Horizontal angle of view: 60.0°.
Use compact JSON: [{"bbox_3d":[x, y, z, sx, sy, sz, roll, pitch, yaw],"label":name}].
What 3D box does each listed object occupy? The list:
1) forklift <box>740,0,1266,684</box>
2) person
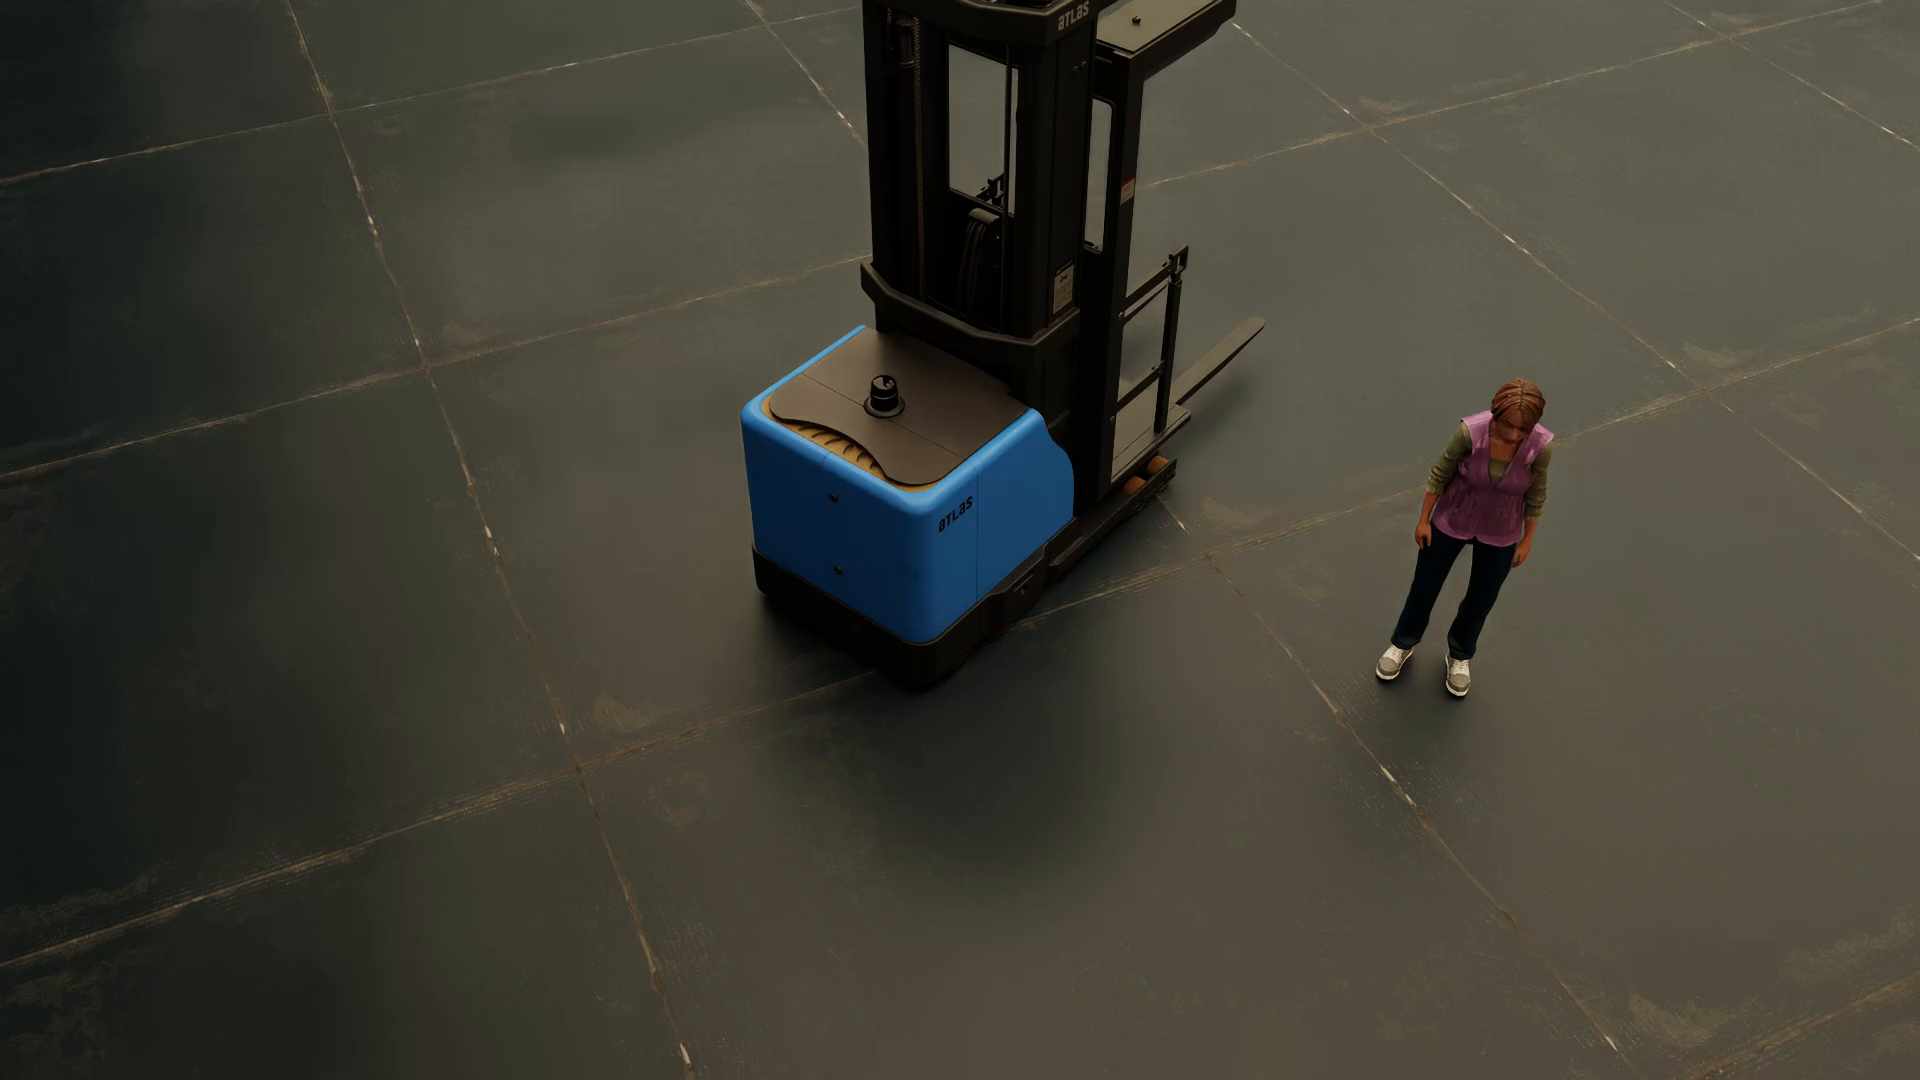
[{"bbox_3d":[0.395,-1.404,7.184,1.130,2.935,3.031,29,50,27],"label":"forklift"},{"bbox_3d":[2.066,-0.032,6.697,0.480,1.591,0.345,12,44,12],"label":"person"}]
